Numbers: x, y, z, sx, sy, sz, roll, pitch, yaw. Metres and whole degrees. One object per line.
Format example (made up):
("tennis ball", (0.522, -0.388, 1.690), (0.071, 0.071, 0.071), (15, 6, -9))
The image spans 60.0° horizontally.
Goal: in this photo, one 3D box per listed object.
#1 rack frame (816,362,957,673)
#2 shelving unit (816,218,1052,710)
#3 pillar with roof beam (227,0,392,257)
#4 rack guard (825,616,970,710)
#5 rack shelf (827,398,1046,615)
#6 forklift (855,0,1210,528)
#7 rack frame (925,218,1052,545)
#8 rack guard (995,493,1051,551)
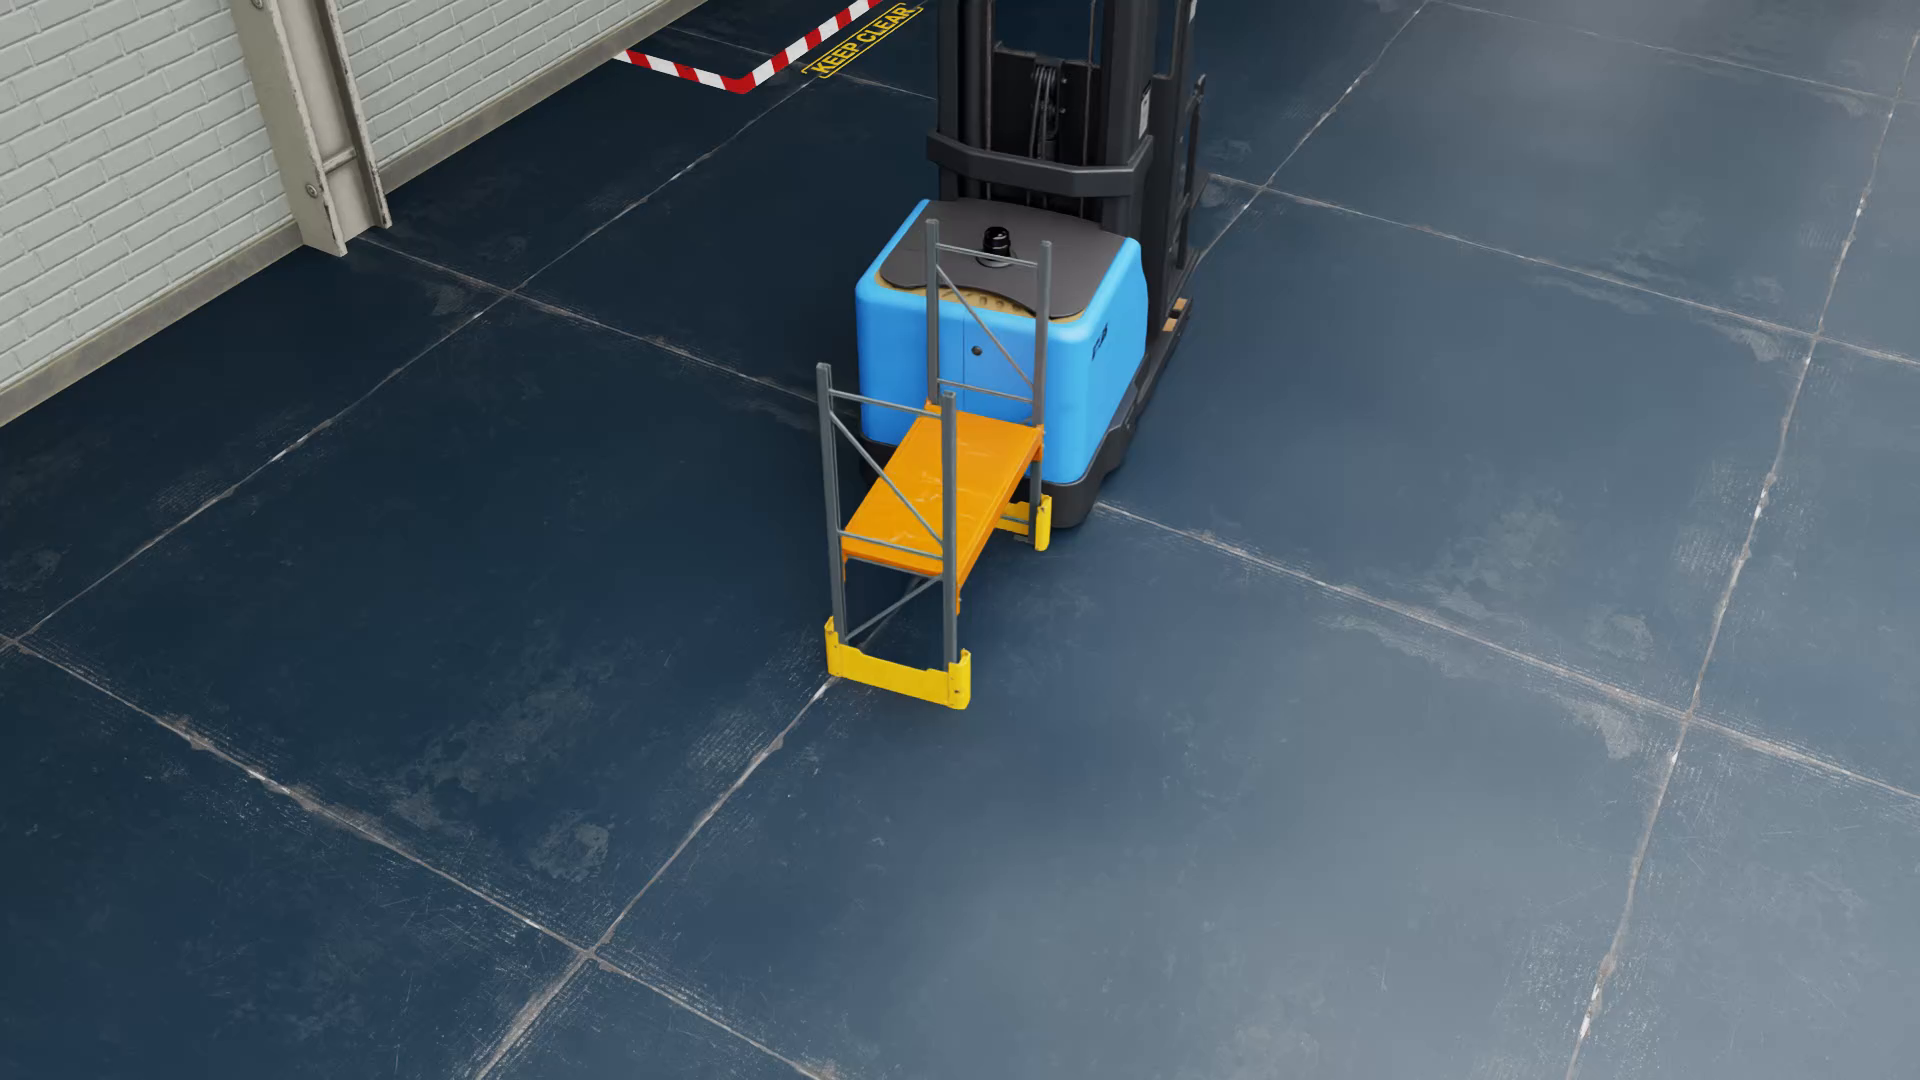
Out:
("rack frame", (-0.251, 0.024, 6.088), (0.500, 1.500, 0.032), (14, 43, 15))
("shelving unit", (-0.070, -0.296, 6.451), (0.587, 1.500, 1.083), (14, 43, 15))
("pillar with roof beam", (0.345, -3.646, 4.582), (9.100, 9.000, 0.400), (21, 45, 22))
("rack guard", (-0.245, 0.481, 6.515), (0.587, 0.250, 0.087), (14, 43, 15))
("rack shelf", (-0.073, -0.156, 6.564), (0.538, 0.185, 1.000), (14, 43, 15))
("forklift", (0.541, -2.134, 7.456), (1.130, 2.935, 3.031), (14, 43, 15))
("rack frame", (0.106, -0.605, 6.802), (0.500, 1.500, 0.032), (14, 43, 15))
("rack guard", (0.105, -0.135, 7.214), (0.587, 0.250, 0.087), (14, 43, 15))
